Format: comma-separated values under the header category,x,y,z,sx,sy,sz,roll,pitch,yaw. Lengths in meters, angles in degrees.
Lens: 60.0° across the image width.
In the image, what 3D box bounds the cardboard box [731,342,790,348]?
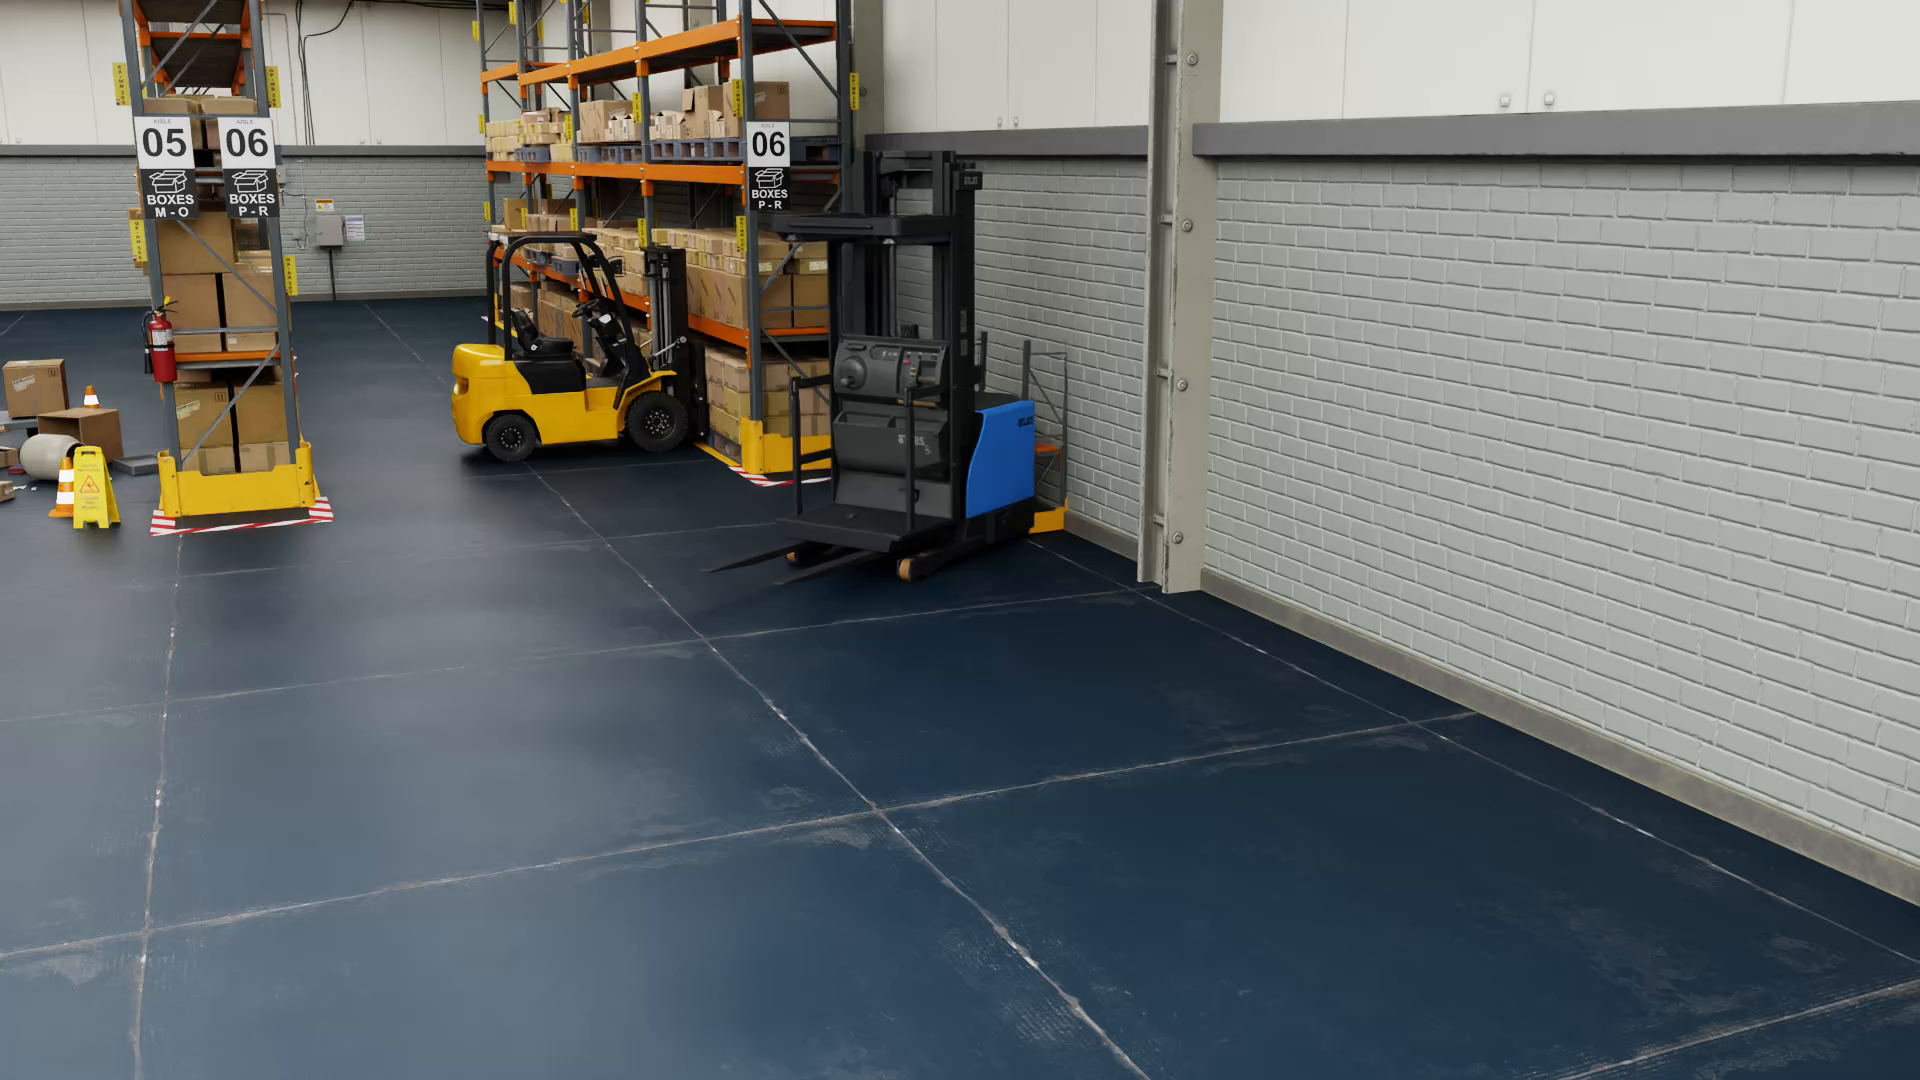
category,x,y,z,sx,sy,sz,roll,pitch,yaw
cardboard box,-2.104,-1.948,17.581,0.500,0.250,0.500,-6,14,-24

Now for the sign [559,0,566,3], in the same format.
category,x,y,z,sx,sy,sz,roll,pitch,yaw
sign,-5.190,-7.184,21.703,0.100,0.325,0.005,-6,14,-23

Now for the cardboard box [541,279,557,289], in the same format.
category,x,y,z,sx,sy,sz,roll,pitch,yaw
cardboard box,-6.344,-4.000,26.013,0.380,0.149,0.250,-6,14,-24

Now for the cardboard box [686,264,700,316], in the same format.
category,x,y,z,sx,sy,sz,roll,pitch,yaw
cardboard box,-2.546,-2.609,17.267,0.500,0.500,0.500,-6,14,-23

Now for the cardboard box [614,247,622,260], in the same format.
category,x,y,z,sx,sy,sz,roll,pitch,yaw
cardboard box,-3.938,-3.452,20.358,0.500,0.250,0.500,-5,14,-22

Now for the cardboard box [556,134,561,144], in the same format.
category,x,y,z,sx,sy,sz,roll,pitch,yaw
cardboard box,-5.551,-5.720,23.730,0.380,0.149,0.250,-5,14,-21

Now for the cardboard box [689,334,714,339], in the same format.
category,x,y,z,sx,sy,sz,roll,pitch,yaw
cardboard box,-2.993,-2.109,18.279,0.500,0.250,0.500,-6,14,-23

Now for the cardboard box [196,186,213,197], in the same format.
category,x,y,z,sx,sy,sz,roll,pitch,yaw
cardboard box,-11.358,-5.199,24.802,0.380,0.149,0.250,-6,14,-23

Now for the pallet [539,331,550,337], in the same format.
category,x,y,z,sx,sy,sz,roll,pitch,yaw
pallet,-5.939,-3.121,25.888,1.003,0.211,1.213,-6,14,-23

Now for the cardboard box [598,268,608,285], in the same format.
category,x,y,z,sx,sy,sz,roll,pitch,yaw
cardboard box,-4.333,-3.421,21.332,0.500,0.250,0.500,-6,14,-25

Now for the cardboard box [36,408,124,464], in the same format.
category,x,y,z,sx,sy,sz,roll,pitch,yaw
cardboard box,-8.459,-0.982,15.998,0.500,0.500,0.500,4,14,16

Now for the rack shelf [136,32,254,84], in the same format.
category,x,y,z,sx,sy,sz,roll,pitch,yaw
rack shelf,-8.442,-5.333,18.439,1.077,0.370,4.000,-6,14,-23

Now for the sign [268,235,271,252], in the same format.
category,x,y,z,sx,sy,sz,roll,pitch,yaw
sign,-7.147,-3.015,17.325,0.100,0.325,0.005,-6,14,-23

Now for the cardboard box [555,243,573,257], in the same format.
category,x,y,z,sx,sy,sz,roll,pitch,yaw
cardboard box,-5.416,-4.138,23.500,0.500,0.250,0.500,-6,14,-26

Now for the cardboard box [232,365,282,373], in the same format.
category,x,y,z,sx,sy,sz,roll,pitch,yaw
cardboard box,-6.525,-1.355,15.576,0.500,0.500,0.500,-5,14,-22

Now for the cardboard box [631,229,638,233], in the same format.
category,x,y,z,sx,sy,sz,roll,pitch,yaw
cardboard box,-4.126,-4.031,21.974,0.380,0.149,0.250,-6,14,-23

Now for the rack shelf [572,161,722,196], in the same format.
category,x,y,z,sx,sy,sz,roll,pitch,yaw
rack shelf,-3.896,-4.516,20.672,1.077,0.370,4.000,-6,14,-23

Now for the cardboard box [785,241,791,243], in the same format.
category,x,y,z,sx,sy,sz,roll,pitch,yaw
cardboard box,-1.480,-2.824,16.100,0.380,0.149,0.250,-5,14,-21

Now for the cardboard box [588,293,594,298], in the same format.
category,x,y,z,sx,sy,sz,roll,pitch,yaw
cardboard box,-5.484,-3.682,25.299,0.380,0.149,0.250,-5,14,-21

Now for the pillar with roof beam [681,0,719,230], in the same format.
category,x,y,z,sx,sy,sz,roll,pitch,yaw
pillar with roof beam,-7.293,-6.164,19.546,9.100,9.000,0.400,-6,14,-23

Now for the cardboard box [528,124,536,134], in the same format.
category,x,y,z,sx,sy,sz,roll,pitch,yaw
cardboard box,-6.219,-6.125,24.773,0.380,0.149,0.250,-6,14,-24

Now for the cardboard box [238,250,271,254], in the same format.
category,x,y,z,sx,sy,sz,roll,pitch,yaw
cardboard box,-7.235,-2.667,16.859,0.500,0.500,0.500,-6,14,-24

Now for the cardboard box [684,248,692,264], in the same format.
category,x,y,z,sx,sy,sz,roll,pitch,yaw
cardboard box,-2.721,-3.000,17.518,0.380,0.149,0.250,-6,14,-25

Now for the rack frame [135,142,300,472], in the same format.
category,x,y,z,sx,sy,sz,roll,pitch,yaw
rack frame,-6.039,-1.716,13.633,1.000,3.000,0.127,-6,14,-23

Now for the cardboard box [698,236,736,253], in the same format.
category,x,y,z,sx,sy,sz,roll,pitch,yaw
cardboard box,-2.432,-2.985,16.793,0.380,0.149,0.250,-5,14,-22

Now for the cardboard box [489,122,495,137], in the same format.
category,x,y,z,sx,sy,sz,roll,pitch,yaw
cardboard box,-7.767,-7.027,28.489,0.500,0.250,0.500,-6,14,-23

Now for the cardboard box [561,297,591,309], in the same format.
category,x,y,z,sx,sy,sz,roll,pitch,yaw
cardboard box,-5.632,-3.477,24.413,0.380,0.149,0.250,-6,14,-26

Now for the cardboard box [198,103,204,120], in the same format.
category,x,y,z,sx,sy,sz,roll,pitch,yaw
cardboard box,-6.858,-3.759,14.597,0.380,0.149,0.250,-6,14,-25

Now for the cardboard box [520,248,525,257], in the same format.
category,x,y,z,sx,sy,sz,roll,pitch,yaw
cardboard box,-6.909,-4.669,26.946,0.380,0.149,0.250,-5,14,-22

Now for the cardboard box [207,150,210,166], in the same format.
category,x,y,z,sx,sy,sz,roll,pitch,yaw
cardboard box,-7.032,-3.677,16.007,0.380,0.149,0.250,-6,14,-25

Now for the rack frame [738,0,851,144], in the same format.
category,x,y,z,sx,sy,sz,roll,pitch,yaw
rack frame,-1.492,-5.088,14.897,1.000,3.000,0.127,-6,14,-23

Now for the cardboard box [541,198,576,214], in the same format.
category,x,y,z,sx,sy,sz,roll,pitch,yaw
cardboard box,-6.652,-5.413,27.617,0.500,0.500,0.500,-6,14,-25

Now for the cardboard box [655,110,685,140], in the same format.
category,x,y,z,sx,sy,sz,roll,pitch,yaw
cardboard box,-2.984,-4.469,17.919,0.500,0.311,0.500,-5,14,-22

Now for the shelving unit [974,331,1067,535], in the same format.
category,x,y,z,sx,sy,sz,roll,pitch,yaw
shelving unit,0.325,-0.884,13.335,0.587,1.500,1.083,-7,13,-40

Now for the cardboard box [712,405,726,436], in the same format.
category,x,y,z,sx,sy,sz,roll,pitch,yaw
cardboard box,-2.160,-1.202,16.580,0.500,0.250,0.500,-6,14,-23

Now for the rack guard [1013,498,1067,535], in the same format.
category,x,y,z,sx,sy,sz,roll,pitch,yaw
rack guard,0.627,-0.192,13.075,0.587,0.250,0.087,-7,13,-40

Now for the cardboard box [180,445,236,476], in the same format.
category,x,y,z,sx,sy,sz,roll,pitch,yaw
cardboard box,-6.619,-0.729,14.534,0.500,0.250,0.500,-6,14,-23

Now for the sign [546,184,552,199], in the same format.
category,x,y,z,sx,sy,sz,roll,pitch,yaw
sign,-7.385,-6.235,29.888,0.100,0.325,0.005,-6,14,-23

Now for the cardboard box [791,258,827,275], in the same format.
category,x,y,z,sx,sy,sz,roll,pitch,yaw
cardboard box,-1.390,-2.624,15.893,0.380,0.149,0.250,-6,14,-24

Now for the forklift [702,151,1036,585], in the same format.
category,x,y,z,sx,sy,sz,roll,pitch,yaw
forklift,-0.619,-1.257,11.801,1.130,2.935,3.031,8,15,31

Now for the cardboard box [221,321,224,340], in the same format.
category,x,y,z,sx,sy,sz,roll,pitch,yaw
cardboard box,-6.775,-1.865,14.833,0.380,0.149,0.250,-5,14,-22

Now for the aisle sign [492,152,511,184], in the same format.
category,x,y,z,sx,sy,sz,roll,pitch,yaw
aisle sign,-8.198,-6.725,29.509,0.394,0.787,0.004,-6,14,-23

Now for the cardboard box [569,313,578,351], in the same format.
category,x,y,z,sx,sy,sz,roll,pitch,yaw
cardboard box,-5.254,-2.977,23.694,0.500,0.500,0.500,-6,14,-24

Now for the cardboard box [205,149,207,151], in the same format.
category,x,y,z,sx,sy,sz,roll,pitch,yaw
cardboard box,-8.606,-4.568,19.074,0.797,0.503,0.637,-6,14,-23

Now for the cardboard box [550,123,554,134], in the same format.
category,x,y,z,sx,sy,sz,roll,pitch,yaw
cardboard box,-5.625,-5.858,23.664,0.380,0.149,0.250,-6,14,-23

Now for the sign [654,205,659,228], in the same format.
category,x,y,z,sx,sy,sz,roll,pitch,yaw
sign,-4.190,-4.433,22.804,0.100,0.325,0.005,-6,14,-23

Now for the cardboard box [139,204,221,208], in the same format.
category,x,y,z,sx,sy,sz,roll,pitch,yaw
cardboard box,-7.303,-2.899,15.645,0.700,0.500,0.500,-6,14,-24

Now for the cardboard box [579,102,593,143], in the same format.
category,x,y,z,sx,sy,sz,roll,pitch,yaw
cardboard box,-4.630,-5.410,21.565,0.500,0.500,0.500,-5,14,-22

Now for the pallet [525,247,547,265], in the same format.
category,x,y,z,sx,sy,sz,roll,pitch,yaw
pallet,-6.079,-4.376,25.551,1.003,0.211,1.213,-6,14,-23

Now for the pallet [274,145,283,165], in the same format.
category,x,y,z,sx,sy,sz,roll,pitch,yaw
pallet,-7.791,-4.050,17.479,1.213,0.211,1.003,-6,14,-23

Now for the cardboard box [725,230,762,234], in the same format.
category,x,y,z,sx,sy,sz,roll,pitch,yaw
cardboard box,-2.351,-3.308,18.189,0.380,0.149,0.250,-6,14,-24
